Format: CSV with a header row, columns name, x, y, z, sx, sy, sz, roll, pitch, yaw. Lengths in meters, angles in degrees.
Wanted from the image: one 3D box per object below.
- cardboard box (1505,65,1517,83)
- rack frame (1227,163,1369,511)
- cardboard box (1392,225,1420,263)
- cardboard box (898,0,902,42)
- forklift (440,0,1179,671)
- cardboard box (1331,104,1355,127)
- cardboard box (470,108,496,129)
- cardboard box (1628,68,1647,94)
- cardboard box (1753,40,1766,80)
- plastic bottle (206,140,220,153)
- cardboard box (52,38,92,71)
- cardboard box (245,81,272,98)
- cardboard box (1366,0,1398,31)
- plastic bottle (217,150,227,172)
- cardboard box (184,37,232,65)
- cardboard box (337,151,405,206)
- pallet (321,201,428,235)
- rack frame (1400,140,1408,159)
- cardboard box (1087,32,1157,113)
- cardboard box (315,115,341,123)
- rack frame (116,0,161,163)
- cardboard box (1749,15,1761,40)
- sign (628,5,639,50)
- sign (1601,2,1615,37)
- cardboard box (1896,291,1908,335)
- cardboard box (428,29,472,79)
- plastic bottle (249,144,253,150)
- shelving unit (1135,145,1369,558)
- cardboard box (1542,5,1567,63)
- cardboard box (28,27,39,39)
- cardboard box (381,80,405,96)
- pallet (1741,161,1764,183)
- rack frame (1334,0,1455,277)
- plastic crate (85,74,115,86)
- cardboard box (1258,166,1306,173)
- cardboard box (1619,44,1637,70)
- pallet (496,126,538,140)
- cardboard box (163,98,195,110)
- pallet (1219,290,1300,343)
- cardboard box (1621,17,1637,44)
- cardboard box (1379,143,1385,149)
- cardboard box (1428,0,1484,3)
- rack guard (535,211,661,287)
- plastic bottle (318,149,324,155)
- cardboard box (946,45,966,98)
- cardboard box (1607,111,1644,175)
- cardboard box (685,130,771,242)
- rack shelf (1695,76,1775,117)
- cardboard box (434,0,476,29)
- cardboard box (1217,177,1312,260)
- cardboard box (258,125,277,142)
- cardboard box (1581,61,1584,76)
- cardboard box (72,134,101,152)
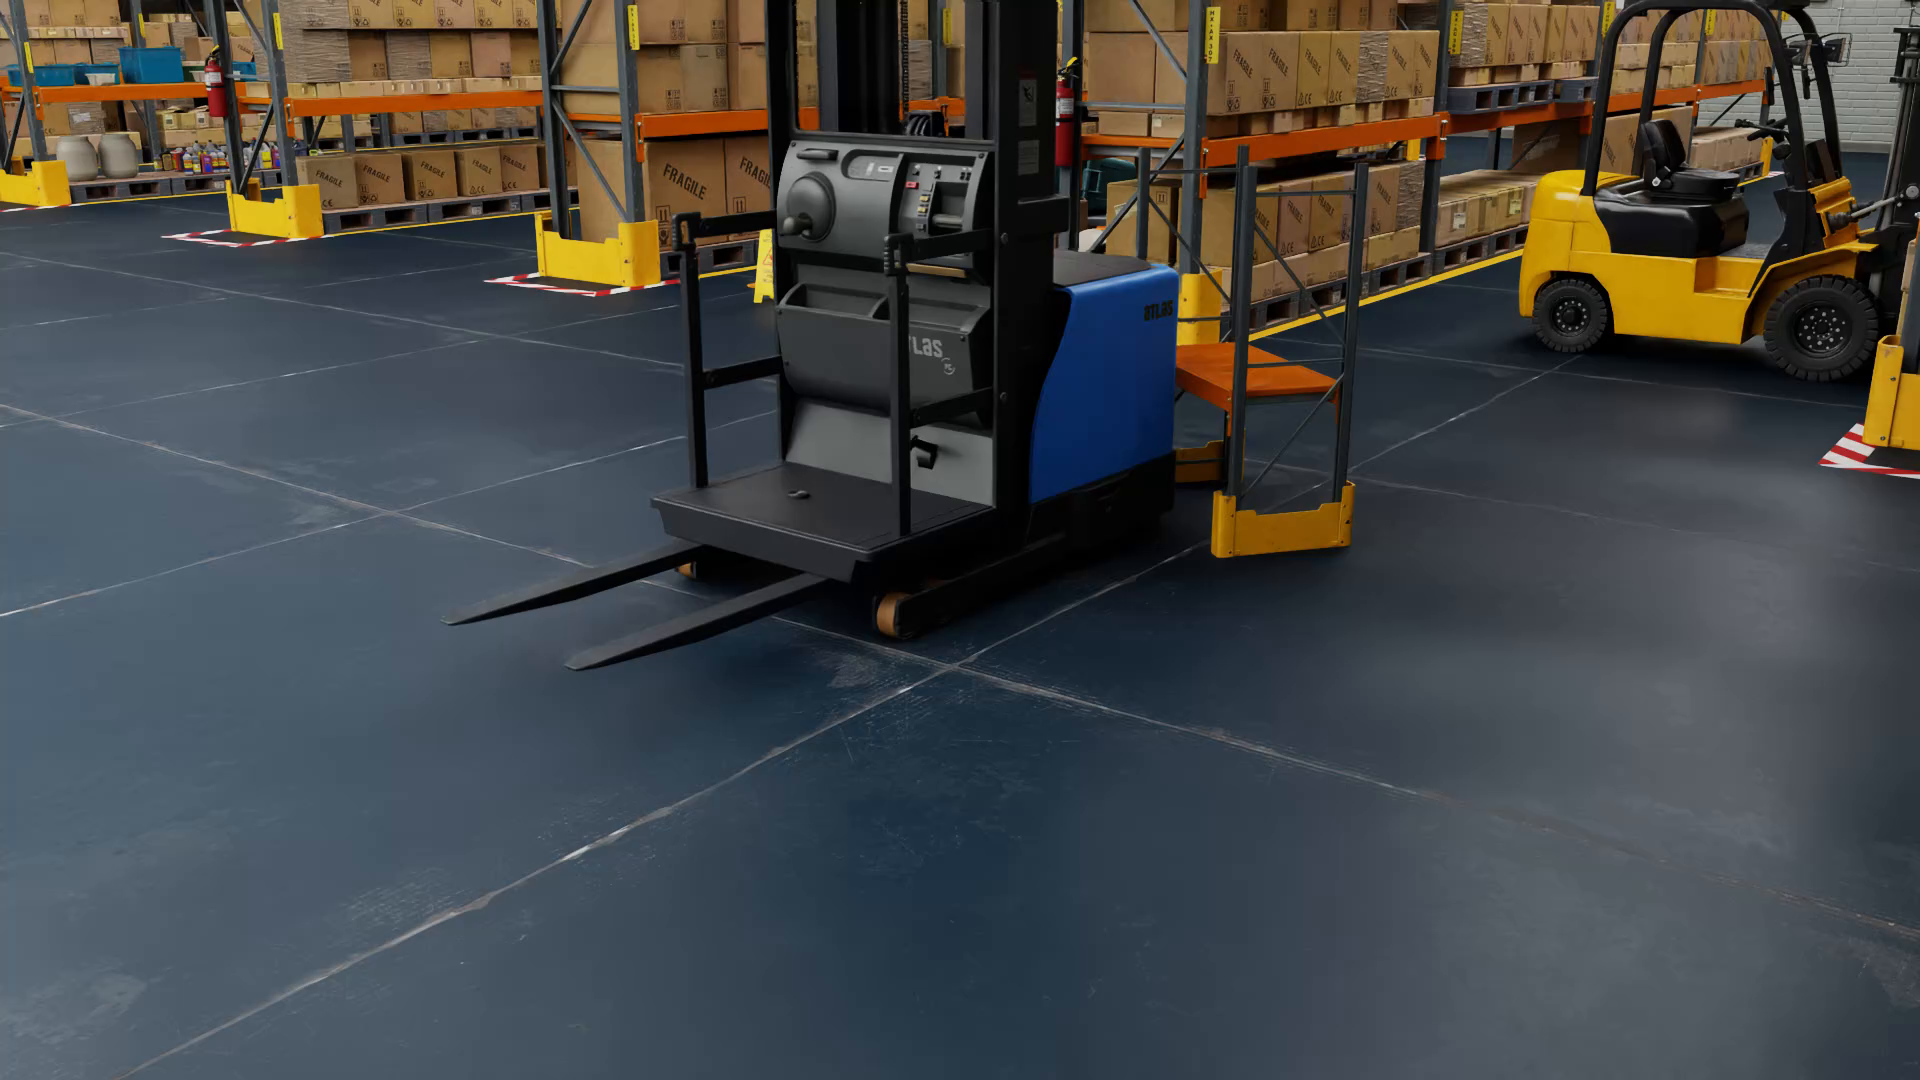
name,x,y,z,sx,sy,sz,roll,pitch,yaw
cardboard box,4.652,-4.095,14.587,0.380,0.149,0.250,13,21,35
rack frame,1.287,-0.676,6.391,0.500,1.500,0.032,-5,18,-16
cardboard box,3.333,-2.386,13.297,0.500,0.250,0.500,14,22,37
cardboard box,-1.048,-4.892,15.364,0.875,0.550,0.550,12,21,35
forklift,-0.418,-1.226,5.748,1.130,2.935,3.031,13,22,37
cardboard box,2.620,-3.071,11.997,0.380,0.149,0.250,13,21,35
cardboard box,-8.641,-7.586,29.587,0.500,0.500,0.500,12,21,33
cardboard box,6.956,-4.889,17.684,0.500,0.250,0.500,13,22,36
cardboard box,10.234,-6.314,21.850,0.500,0.500,0.500,12,21,34
plastic bottle,-9.647,-4.993,21.490,0.144,0.351,0.185,12,21,34
cardboard box,-13.011,-7.004,24.070,0.700,0.500,0.500,12,21,34
cardboard box,-6.868,-4.470,16.503,0.380,0.149,0.250,12,21,35
cardboard box,3.033,-4.288,13.137,0.700,0.500,0.500,12,21,34
plastic bottle,-9.256,-4.750,20.840,0.097,0.271,0.097,0,17,0
cardboard box,-11.658,-7.543,25.806,0.500,0.500,0.500,14,22,39
cardboard box,-6.158,-3.786,17.385,0.500,0.500,0.500,-13,22,-36
pallet,-6.315,-3.359,17.204,1.003,0.211,1.213,12,21,35
rack frame,6.584,-7.396,25.501,1.000,3.000,0.127,12,21,35
cardboard box,1.188,-3.102,11.005,0.500,0.500,0.500,12,21,34
cardboard box,-10.478,-7.004,27.223,0.500,0.311,0.500,12,21,34
rack frame,-12.443,-7.189,24.837,1.000,3.000,0.127,12,21,35
cardboard box,9.939,-6.666,21.299,0.500,0.500,0.500,12,21,34
sign,-2.507,-3.937,12.769,0.100,0.325,0.005,12,21,35
sign,6.295,-5.061,16.165,0.100,0.325,0.005,12,21,35
cardboard box,5.114,-1.155,8.491,0.500,0.250,0.500,12,21,34
cardboard box,-5.681,-5.170,17.664,0.875,0.500,0.500,12,21,35
plastic bottle,-9.270,-5.046,21.792,0.097,0.271,0.097,0,17,0
shelving unit,1.142,-0.823,6.866,0.587,1.500,1.083,-5,18,-16
cardboard box,5.206,-4.627,15.208,0.500,0.500,0.500,11,20,31
cardboard box,-13.190,-7.142,23.423,0.380,0.149,0.250,13,22,36
cardboard box,-5.899,-4.626,17.005,0.380,0.149,0.250,12,21,35
pallet,10.206,-5.009,22.518,1.003,0.211,1.213,12,21,35
rack frame,3.470,-3.687,13.558,1.000,3.000,0.127,12,21,35
plastic crate,-10.059,-5.391,19.490,0.298,0.136,0.250,12,21,35
cardboard box,2.282,-2.587,12.680,0.500,0.500,0.500,14,22,37
cardboard box,6.662,-5.007,17.218,0.500,0.250,0.500,13,21,36
pallet,-8.130,-7.563,30.741,1.003,0.211,1.213,12,21,35
cardboard box,-14.427,-7.852,30.445,0.700,0.500,0.500,13,21,35
pallet,1.644,-1.608,11.565,1.003,0.211,1.213,12,21,35
cardboard box,6.631,-5.359,17.088,0.500,0.500,0.500,13,21,35
cardboard box,6.139,-5.946,24.931,0.380,0.149,0.250,12,21,34
cardboard box,4.034,-4.437,13.500,0.380,0.149,0.250,12,21,34
rack guard,-2.964,-2.385,13.582,1.175,0.500,0.348,12,21,35
plastic bottle,-8.433,-5.046,21.910,0.097,0.201,0.097,0,17,0
cardboard box,-0.036,-4.663,16.533,0.500,0.500,0.500,13,21,35
cardboard box,6.866,-4.187,18.043,0.875,0.875,0.875,13,21,35
cardboard box,-2.076,-3.154,14.716,0.875,0.875,0.875,12,21,34
rack shelf,9.428,-5.725,21.335,1.077,0.370,4.000,12,21,35
cardboard box,-5.432,-5.593,17.340,0.500,0.500,0.500,12,21,35
cardboard box,2.111,-2.254,11.608,0.500,0.500,0.500,11,21,33
cardboard box,-11.087,-6.496,26.531,0.500,0.250,0.500,13,21,36
cardboard box,5.847,-4.601,16.216,0.380,0.149,0.250,13,22,37
cardboard box,-12.849,-5.810,24.325,0.500,0.250,0.500,12,21,35
